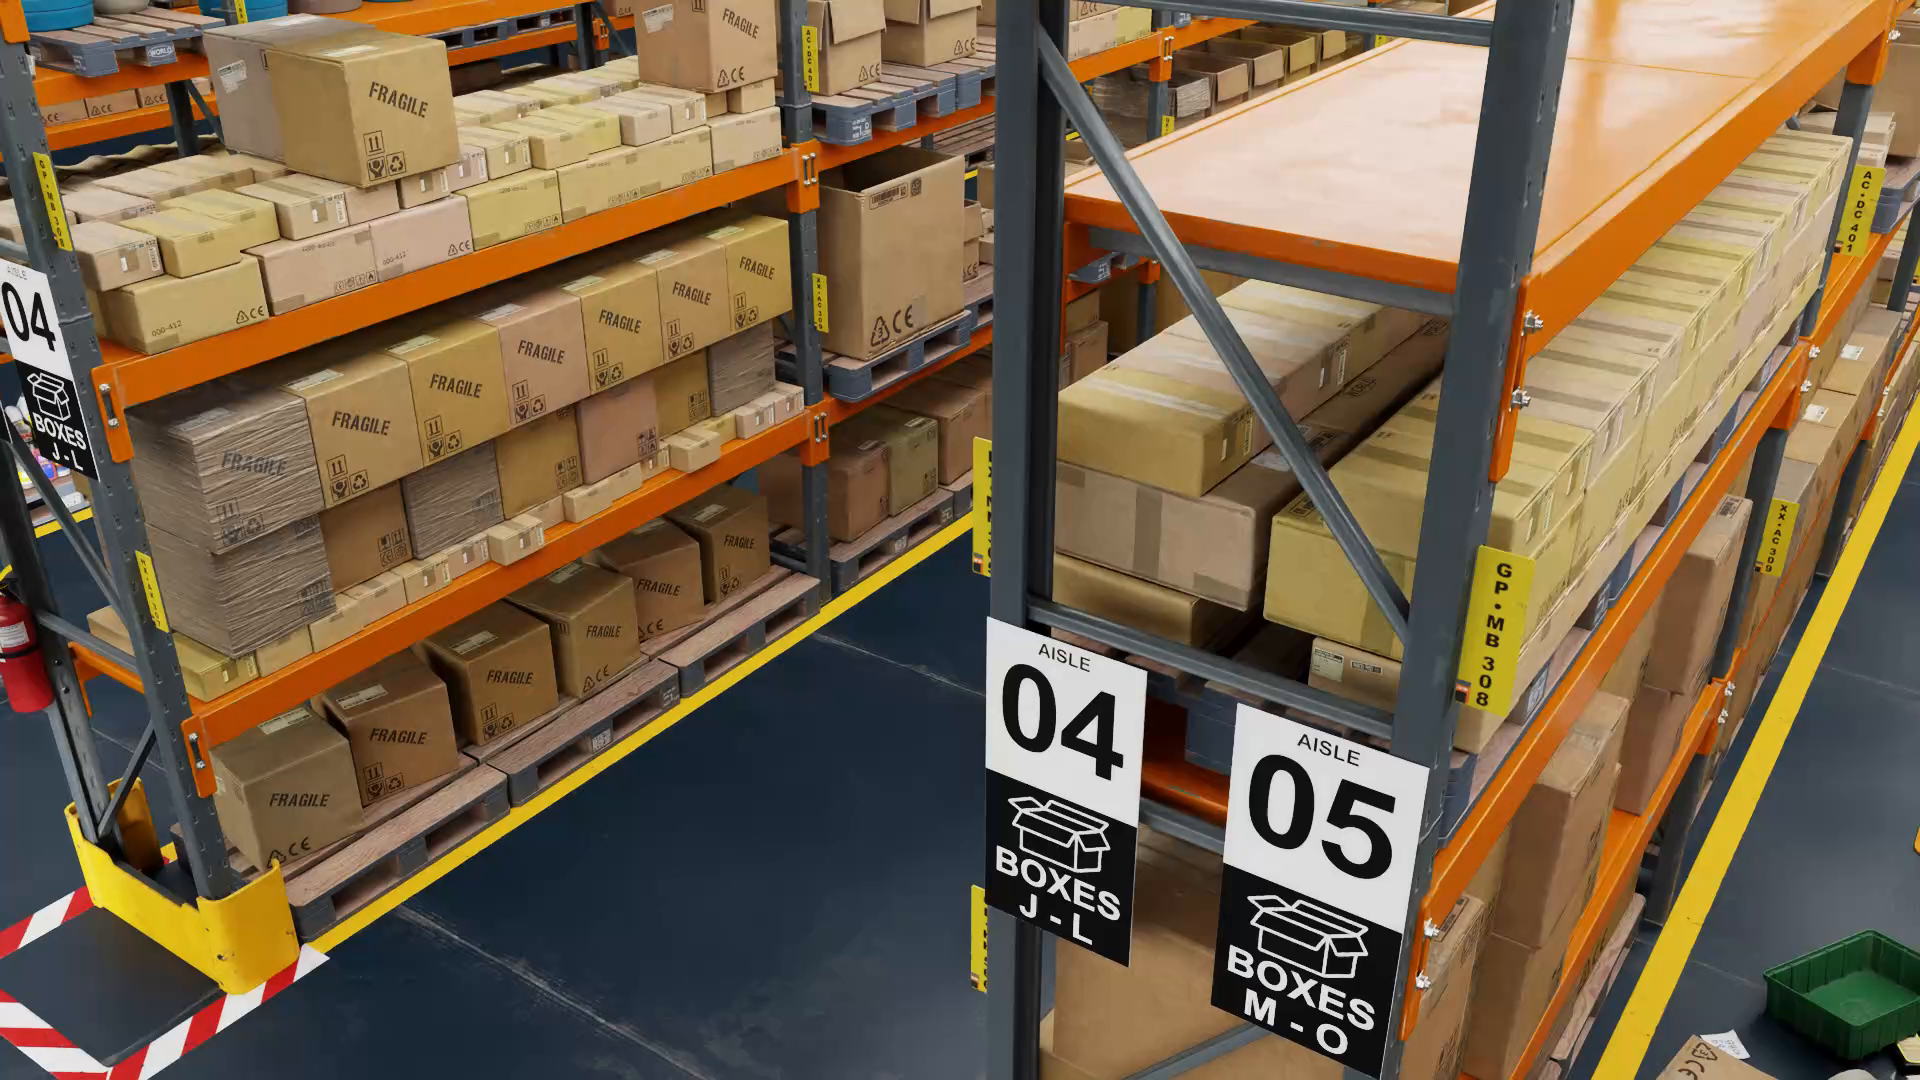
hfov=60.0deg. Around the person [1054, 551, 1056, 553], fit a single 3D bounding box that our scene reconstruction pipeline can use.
[{"bbox_3d":[0.479,0.118,8.936,0.343,1.585,0.453,17,32,29],"label":"person"}]
